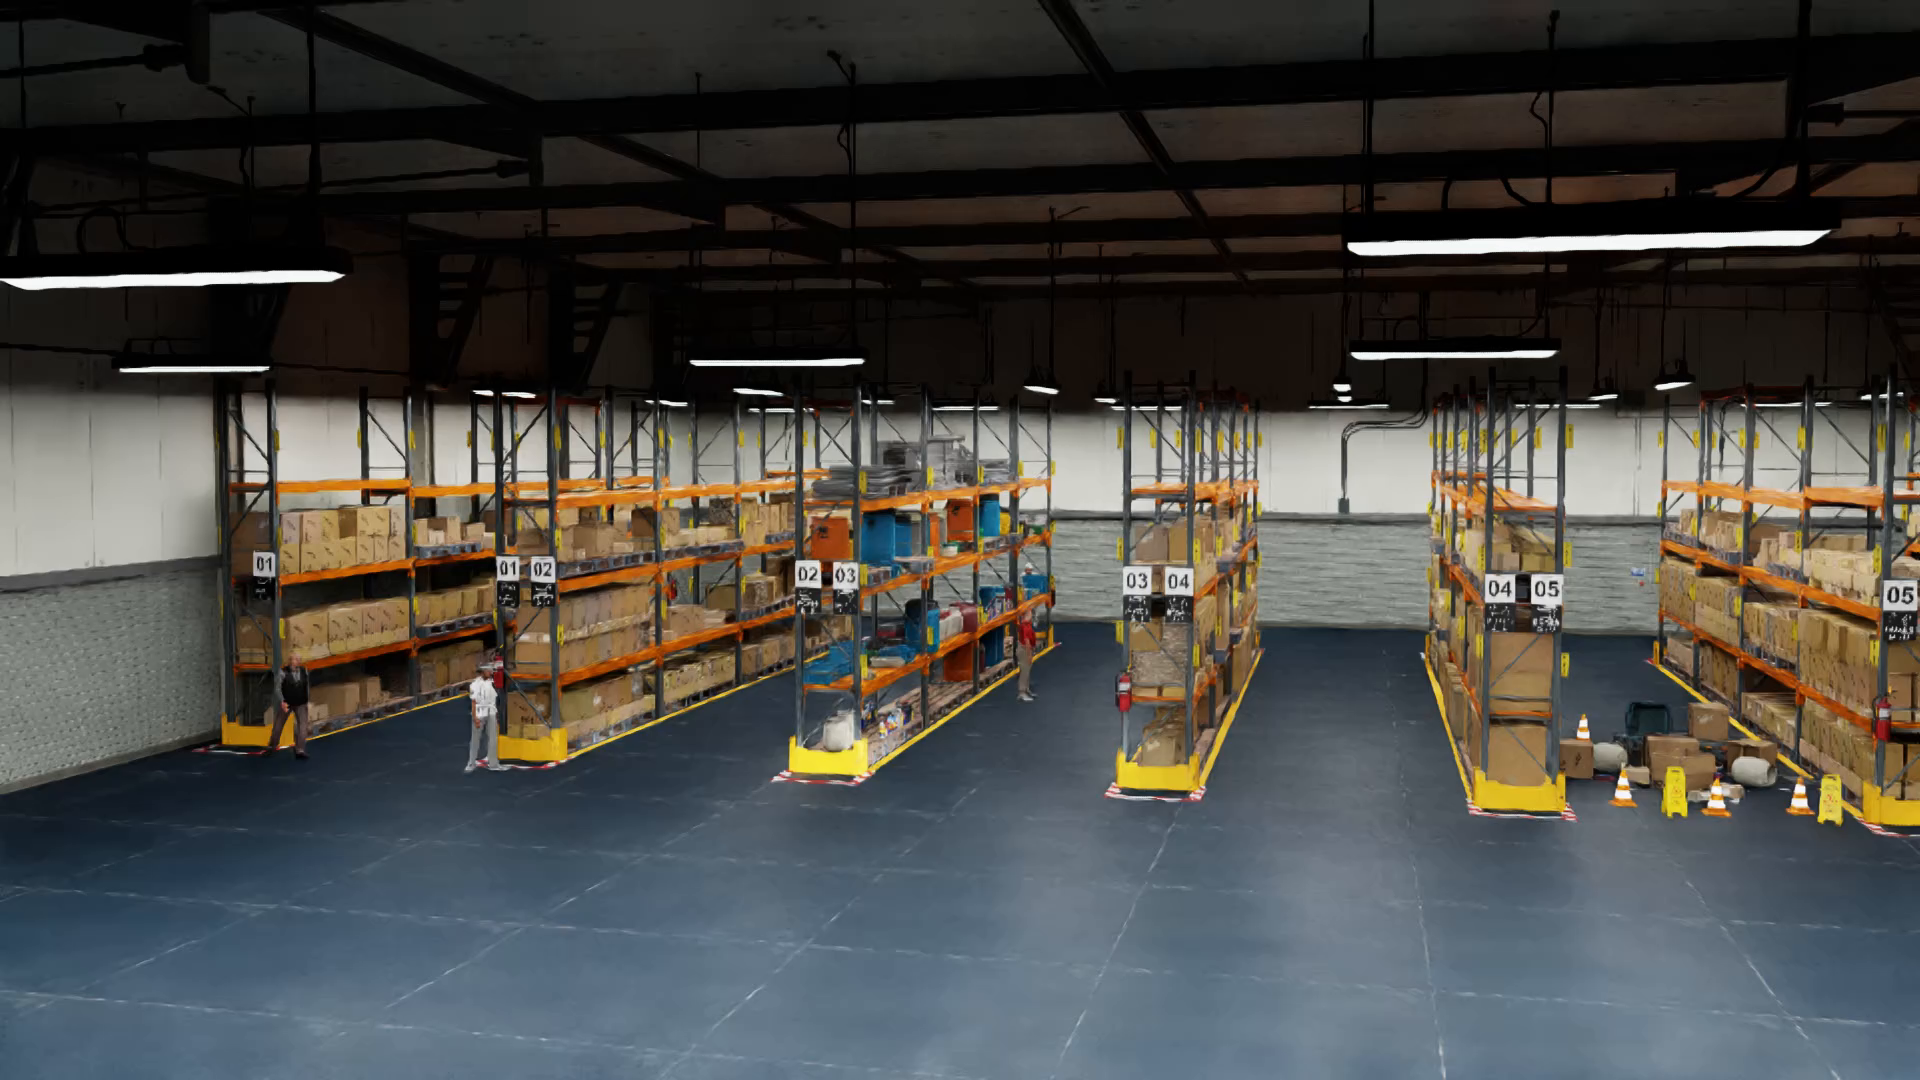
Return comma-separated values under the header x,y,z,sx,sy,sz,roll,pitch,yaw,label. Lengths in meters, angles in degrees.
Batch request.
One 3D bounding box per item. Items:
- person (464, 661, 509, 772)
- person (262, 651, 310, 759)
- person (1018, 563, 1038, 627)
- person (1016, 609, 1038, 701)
x,y,z,sx,sy,sz,roll,pitch,yaw,label
-7.193,2.661,25.097,0.481,1.674,0.586,3,4,39,person
-10.593,2.591,26.151,0.702,1.694,0.716,-3,4,-36,person
1.852,1.470,44.588,0.702,1.734,0.549,1,4,13,person
1.319,2.197,32.107,0.476,1.738,0.625,-1,3,-10,person
